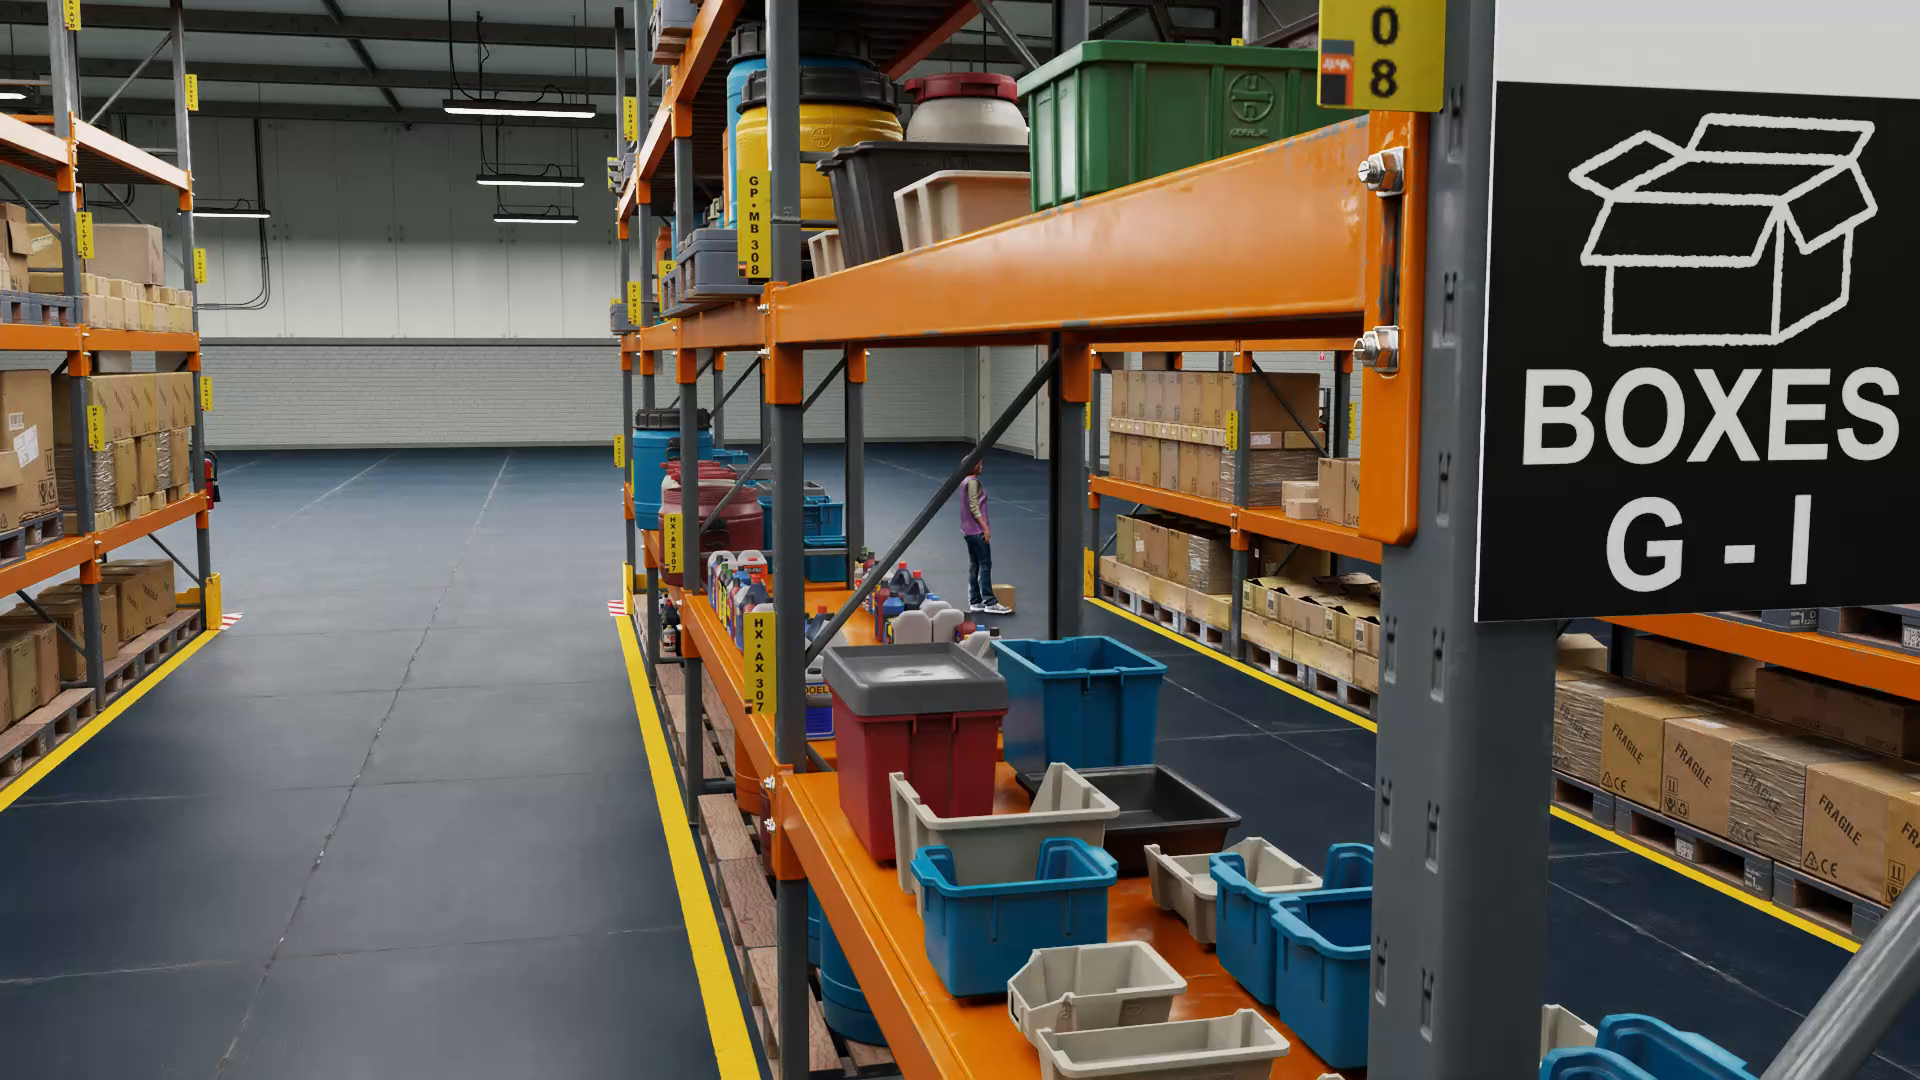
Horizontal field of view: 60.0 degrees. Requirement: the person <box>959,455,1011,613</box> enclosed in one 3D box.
[{"bbox_3d":[0.240,-0.070,16.917,0.472,1.600,0.520,-2,7,-14],"label":"person"}]
